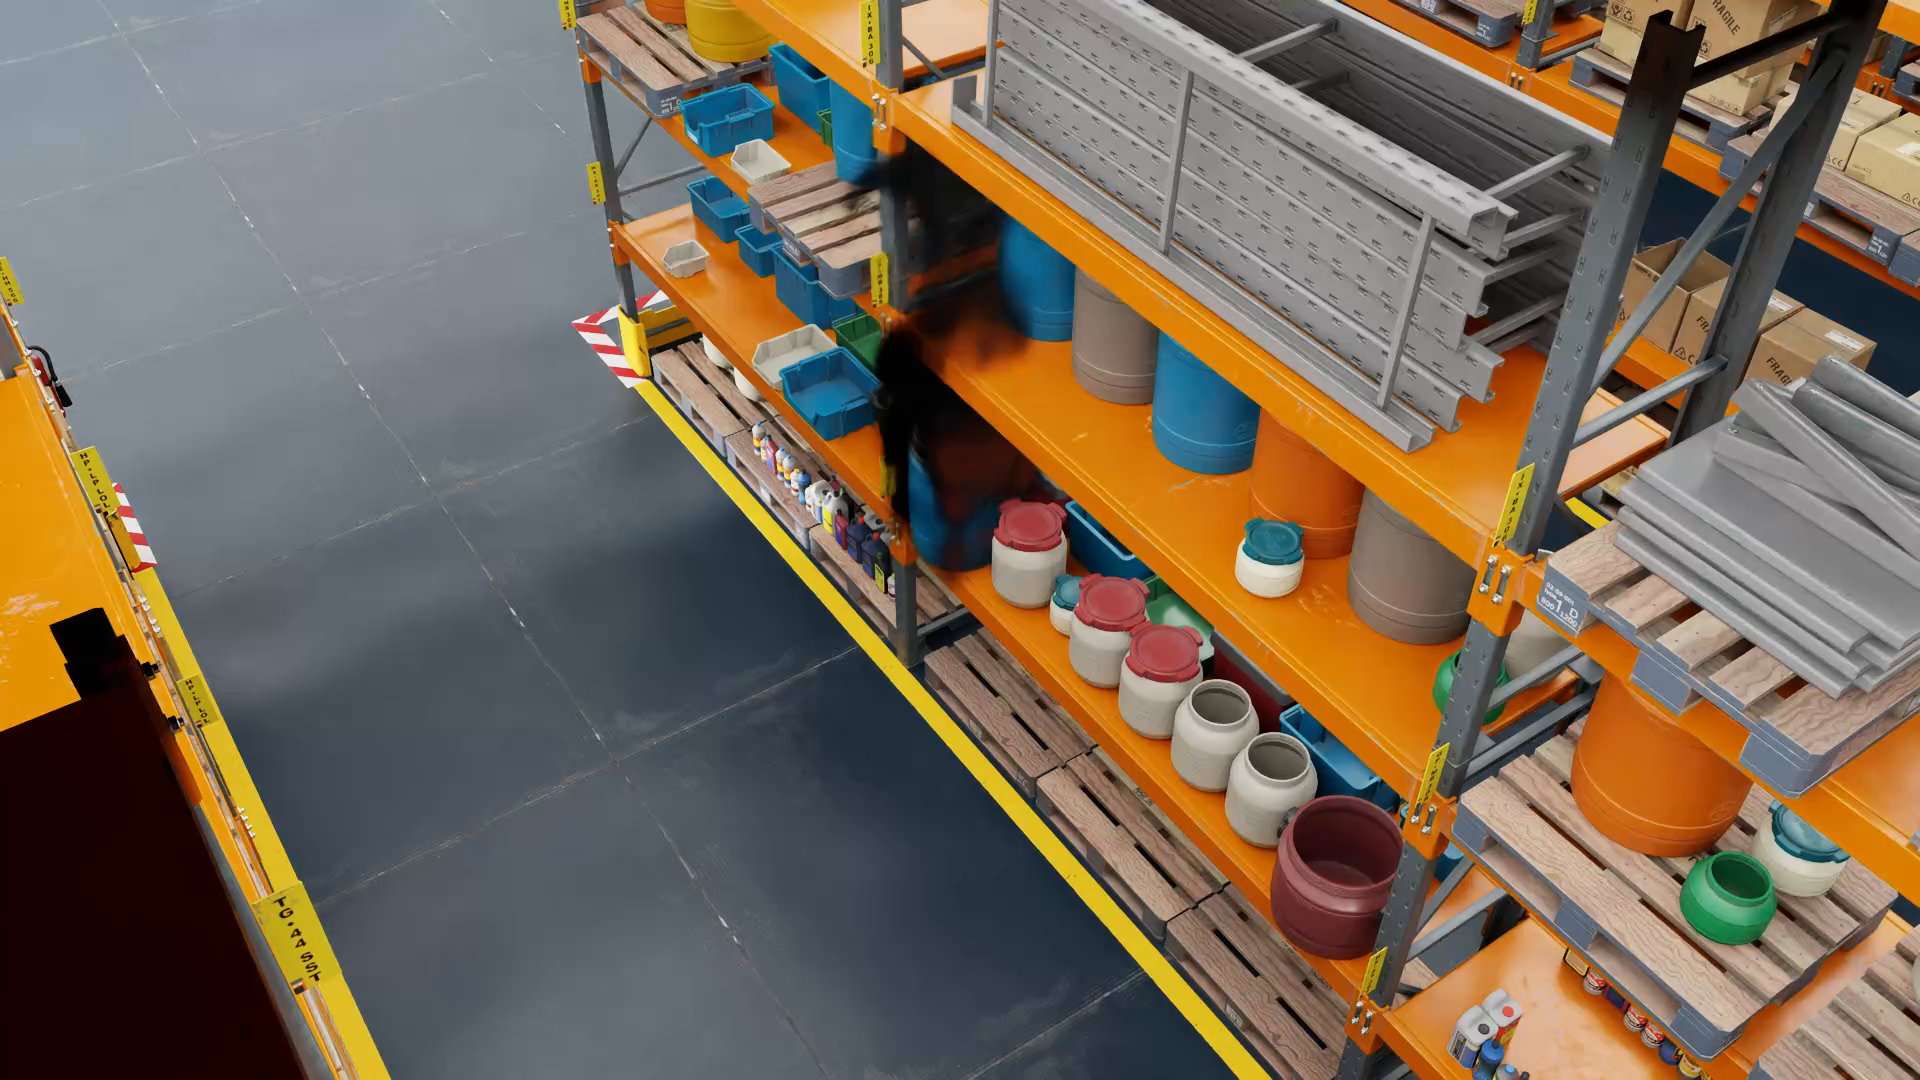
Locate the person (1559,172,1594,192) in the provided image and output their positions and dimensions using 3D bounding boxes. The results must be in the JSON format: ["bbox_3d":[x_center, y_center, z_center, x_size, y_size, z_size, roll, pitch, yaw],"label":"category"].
[{"bbox_3d":[5.258,-3.056,13.936,0.603,1.626,0.993,-33,52,-30],"label":"person"}]
